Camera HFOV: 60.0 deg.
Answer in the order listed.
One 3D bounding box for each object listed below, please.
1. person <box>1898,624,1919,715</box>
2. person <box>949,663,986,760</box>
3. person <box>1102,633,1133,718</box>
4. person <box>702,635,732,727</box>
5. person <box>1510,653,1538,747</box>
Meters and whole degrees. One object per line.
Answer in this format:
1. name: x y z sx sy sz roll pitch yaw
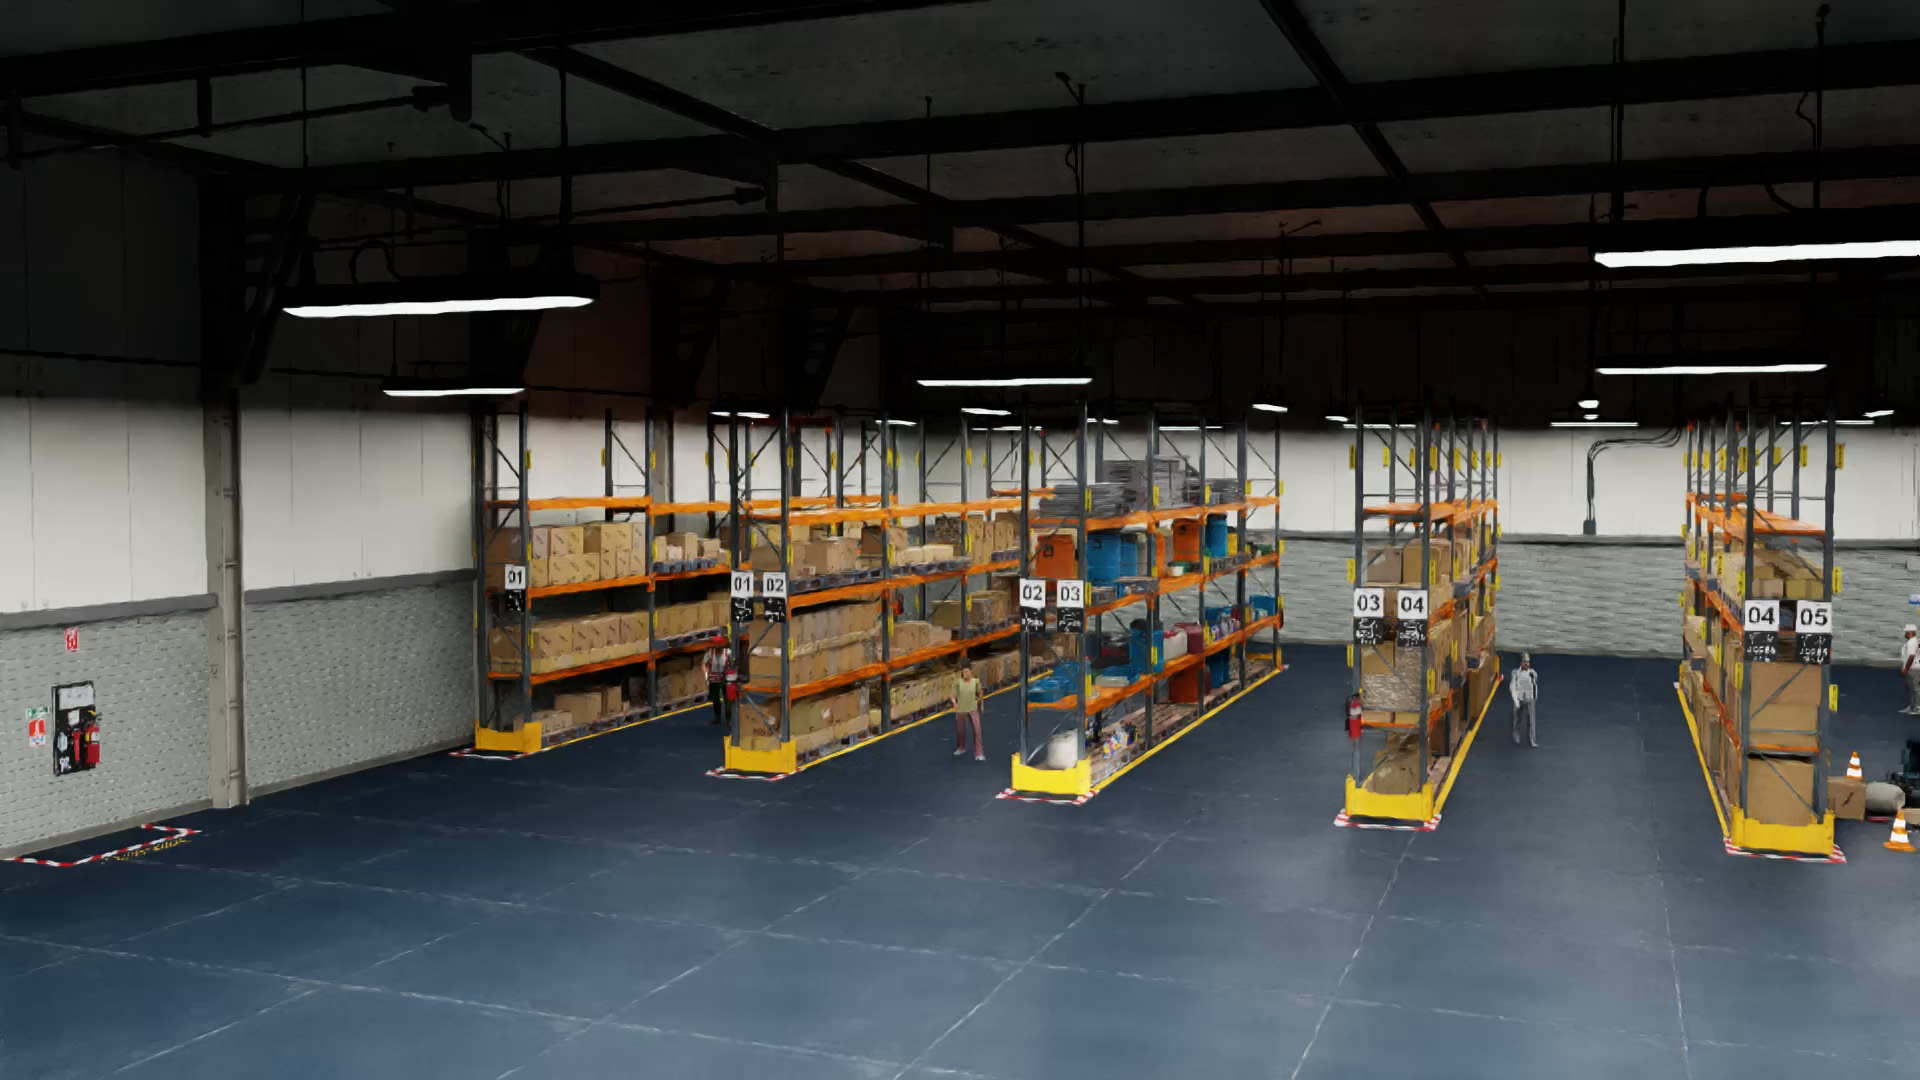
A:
1. person: 18.669 2.535 32.603 0.472 1.791 0.596 2 3 31
2. person: 0.143 2.837 27.768 0.621 1.601 0.817 0 3 4
3. person: 3.025 2.613 32.007 0.638 1.661 0.670 0 3 2
4. person: -4.479 2.616 31.149 0.684 1.714 0.845 0 3 5
5. person: 9.821 2.763 28.975 0.483 1.611 0.991 1 3 13
